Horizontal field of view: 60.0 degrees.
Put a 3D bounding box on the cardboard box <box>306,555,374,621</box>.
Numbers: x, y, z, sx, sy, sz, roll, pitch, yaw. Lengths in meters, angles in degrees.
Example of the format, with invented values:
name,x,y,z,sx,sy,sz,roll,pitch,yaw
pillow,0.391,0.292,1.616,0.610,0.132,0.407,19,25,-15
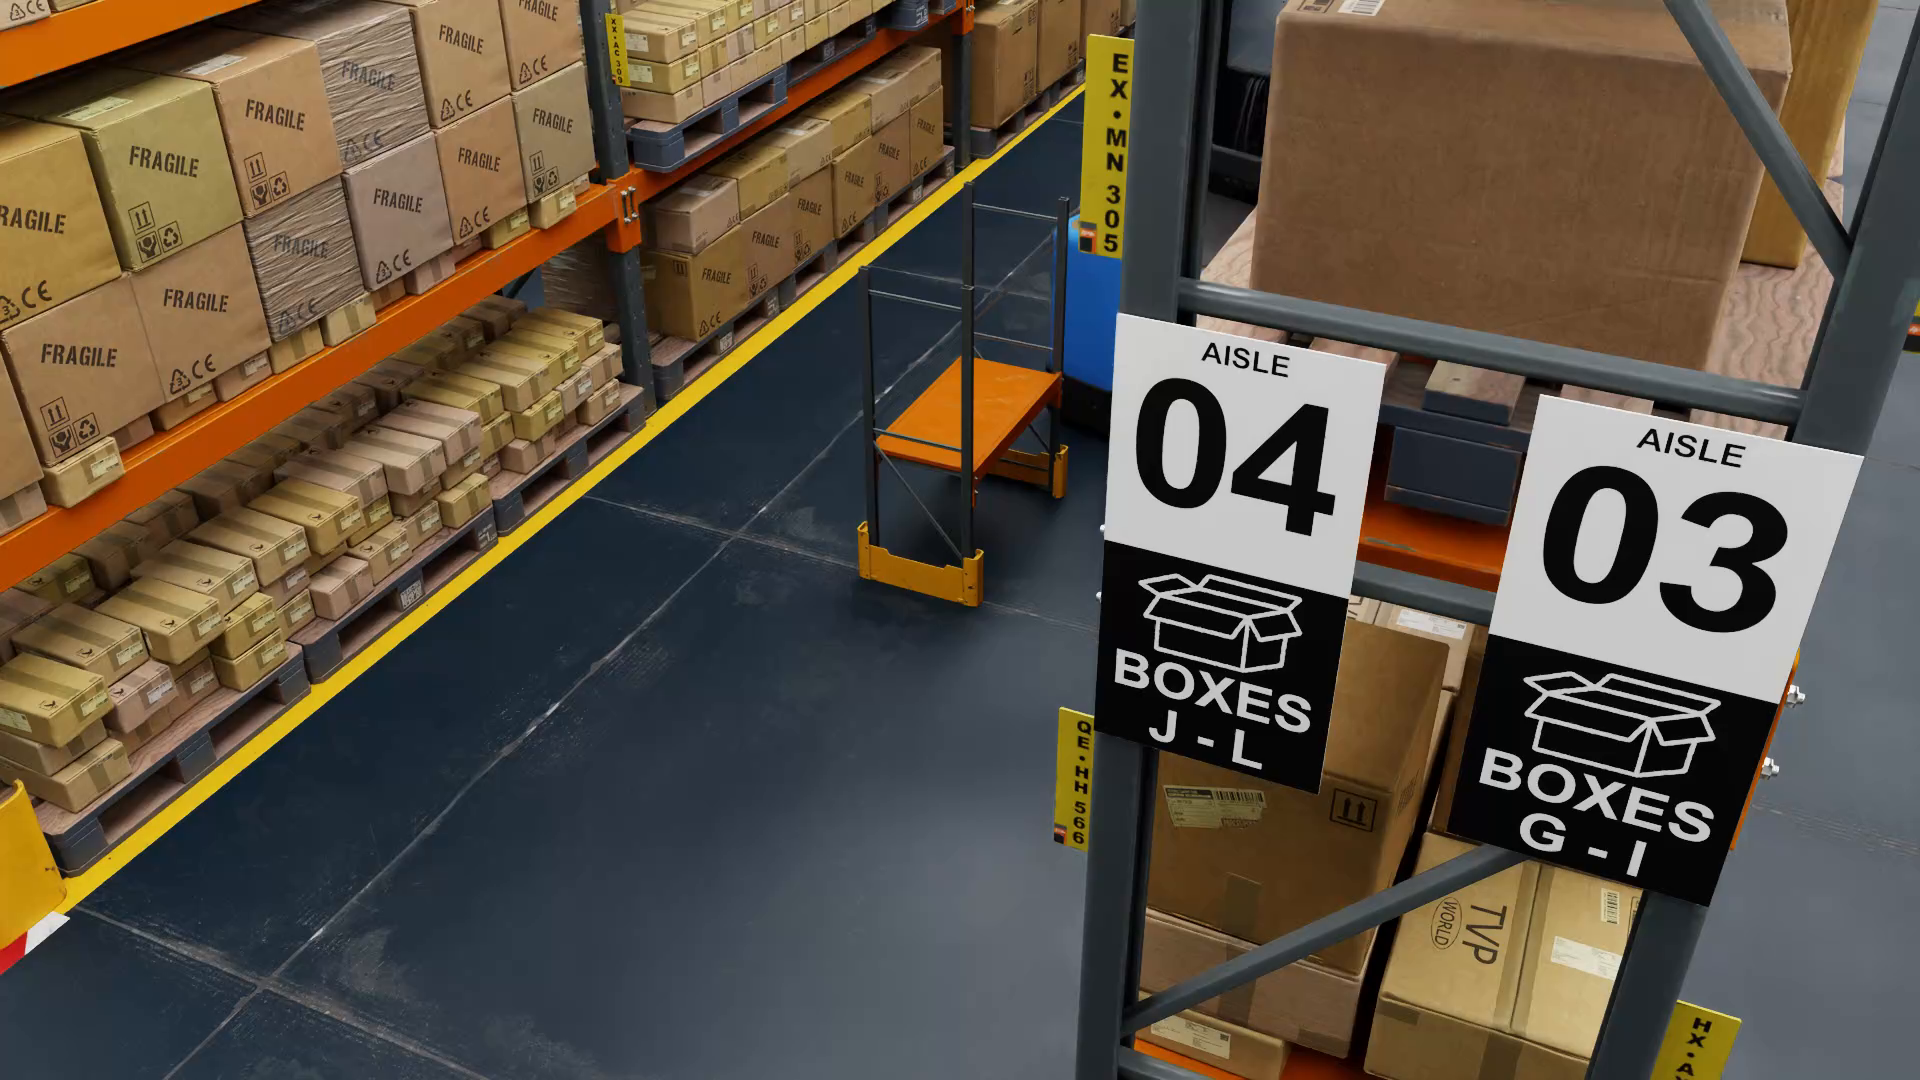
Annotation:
name,x,y,z,sx,sy,sz,roll,pitch,yaw
cardboard box,-2.699,0.174,6.966,0.380,0.149,0.250,12,35,18

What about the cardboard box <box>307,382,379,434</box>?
name,x,y,z,sx,sy,sz,roll,pitch,yaw
cardboard box,-2.909,-0.622,7.637,0.380,0.149,0.250,15,36,21

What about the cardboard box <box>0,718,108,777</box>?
name,x,y,z,sx,sy,sz,roll,pitch,yaw
cardboard box,-3.299,0.665,5.946,0.380,0.149,0.250,16,36,22

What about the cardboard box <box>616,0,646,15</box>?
name,x,y,z,sx,sy,sz,roll,pitch,yaw
cardboard box,-1.866,-2.844,8.655,0.380,0.149,0.250,13,35,19

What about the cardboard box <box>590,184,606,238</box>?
name,x,y,z,sx,sy,sz,roll,pitch,yaw
cardboard box,-1.996,-1.890,9.110,0.500,0.250,0.500,13,36,19

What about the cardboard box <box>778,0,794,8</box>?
name,x,y,z,sx,sy,sz,roll,pitch,yaw
cardboard box,-1.061,-2.946,8.811,0.380,0.149,0.250,14,36,20

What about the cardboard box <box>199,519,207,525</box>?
name,x,y,z,sx,sy,sz,roll,pitch,yaw
cardboard box,-3.245,-0.105,7.120,0.380,0.149,0.250,16,37,23

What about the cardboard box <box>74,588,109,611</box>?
name,x,y,z,sx,sy,sz,roll,pitch,yaw
cardboard box,-3.574,0.279,6.534,0.380,0.149,0.250,13,35,19

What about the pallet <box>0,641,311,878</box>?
name,x,y,z,sx,sy,sz,roll,pitch,yaw
pallet,-3.347,0.706,6.480,1.003,0.211,1.213,14,36,20

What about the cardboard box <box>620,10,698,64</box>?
name,x,y,z,sx,sy,sz,roll,pitch,yaw
cardboard box,-1.495,-2.427,8.020,0.380,0.149,0.250,16,37,23

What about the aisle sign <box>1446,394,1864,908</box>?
name,x,y,z,sx,sy,sz,roll,pitch,yaw
aisle sign,0.954,0.180,2.368,0.394,0.787,0.004,14,36,20

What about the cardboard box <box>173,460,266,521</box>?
name,x,y,z,sx,sy,sz,roll,pitch,yaw
cardboard box,-3.171,-0.216,7.019,0.380,0.149,0.250,13,35,19

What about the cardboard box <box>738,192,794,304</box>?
name,x,y,z,sx,sy,sz,roll,pitch,yaw
cardboard box,-1.308,-1.719,9.532,0.500,0.500,0.500,16,36,23

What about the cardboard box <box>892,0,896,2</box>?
name,x,y,z,sx,sy,sz,roll,pitch,yaw
cardboard box,-0.513,-3.354,9.976,0.380,0.149,0.250,14,36,20

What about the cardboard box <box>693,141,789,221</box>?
name,x,y,z,sx,sy,sz,roll,pitch,yaw
cardboard box,-1.308,-2.035,9.330,0.500,0.250,0.500,15,36,22

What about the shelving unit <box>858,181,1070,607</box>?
name,x,y,z,sx,sy,sz,roll,pitch,yaw
shelving unit,0.032,-0.665,7.397,0.587,1.500,1.083,14,36,20

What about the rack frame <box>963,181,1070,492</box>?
name,x,y,z,sx,sy,sz,roll,pitch,yaw
rack frame,0.248,-0.923,7.790,0.500,1.500,0.032,14,36,20

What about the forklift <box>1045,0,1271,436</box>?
name,x,y,z,sx,sy,sz,roll,pitch,yaw
forklift,1.797,-2.298,8.582,1.130,2.935,3.031,26,41,34

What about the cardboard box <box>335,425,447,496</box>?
name,x,y,z,sx,sy,sz,roll,pitch,yaw
cardboard box,-2.469,-0.346,7.217,0.380,0.149,0.250,13,35,19

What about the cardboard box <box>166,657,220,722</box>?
name,x,y,z,sx,sy,sz,roll,pitch,yaw
cardboard box,-3.108,0.529,6.424,0.380,0.149,0.250,15,36,21

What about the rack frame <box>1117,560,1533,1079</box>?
name,x,y,z,sx,sy,sz,roll,pitch,yaw
rack frame,0.708,1.162,3.242,0.949,2.616,0.053,14,36,20

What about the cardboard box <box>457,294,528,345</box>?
name,x,y,z,sx,sy,sz,roll,pitch,yaw
cardboard box,-2.410,-1.126,8.405,0.380,0.149,0.250,16,36,22

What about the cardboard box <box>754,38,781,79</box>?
name,x,y,z,sx,sy,sz,roll,pitch,yaw
cardboard box,-1.170,-2.567,8.775,0.380,0.149,0.250,15,36,21

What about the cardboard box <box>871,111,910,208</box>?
name,x,y,z,sx,sy,sz,roll,pitch,yaw
cardboard box,-0.663,-2.494,10.715,0.500,0.500,0.500,16,36,22

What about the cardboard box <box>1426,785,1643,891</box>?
name,x,y,z,sx,sy,sz,roll,pitch,yaw
cardboard box,1.369,0.664,3.868,0.500,0.250,0.500,14,36,20

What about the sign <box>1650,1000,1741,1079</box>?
name,x,y,z,sx,sy,sz,roll,pitch,yaw
sign,1.213,0.898,2.783,0.100,0.325,0.005,14,36,20

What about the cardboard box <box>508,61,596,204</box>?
name,x,y,z,sx,sy,sz,roll,pitch,yaw
cardboard box,-2.023,-1.878,7.516,0.500,0.500,0.500,14,36,21

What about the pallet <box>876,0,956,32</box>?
name,x,y,z,sx,sy,sz,roll,pitch,yaw
pallet,-0.606,-3.550,10.603,1.213,0.211,1.003,14,36,20

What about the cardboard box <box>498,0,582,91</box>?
name,x,y,z,sx,sy,sz,roll,pitch,yaw
cardboard box,-2.029,-2.306,7.256,0.500,0.500,0.500,13,35,19

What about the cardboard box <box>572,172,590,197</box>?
name,x,y,z,sx,sy,sz,roll,pitch,yaw
cardboard box,-1.985,-1.716,7.861,0.380,0.149,0.250,14,36,20

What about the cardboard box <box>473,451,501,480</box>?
name,x,y,z,sx,sy,sz,roll,pitch,yaw
cardboard box,-2.390,-0.367,7.792,0.380,0.149,0.250,13,36,19

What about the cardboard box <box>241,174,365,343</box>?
name,x,y,z,sx,sy,sz,roll,pitch,yaw
cardboard box,-2.688,-1.120,6.361,0.500,0.500,0.500,13,36,19

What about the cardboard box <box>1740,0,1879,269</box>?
name,x,y,z,sx,sy,sz,roll,pitch,yaw
cardboard box,1.225,-0.875,3.047,0.700,0.500,0.500,13,35,19

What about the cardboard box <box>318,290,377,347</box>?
name,x,y,z,sx,sy,sz,roll,pitch,yaw
cardboard box,-2.573,-0.921,6.649,0.380,0.149,0.250,15,36,21

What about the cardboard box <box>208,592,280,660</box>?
name,x,y,z,sx,sy,sz,roll,pitch,yaw
cardboard box,-2.905,0.296,6.508,0.380,0.149,0.250,15,36,22

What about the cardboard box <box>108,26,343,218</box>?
name,x,y,z,sx,sy,sz,roll,pitch,yaw
cardboard box,-2.669,-1.534,6.079,0.500,0.500,0.500,13,35,19

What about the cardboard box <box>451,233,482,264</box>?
name,x,y,z,sx,sy,sz,roll,pitch,yaw
cardboard box,-2.330,-1.331,7.274,0.380,0.149,0.250,13,35,19

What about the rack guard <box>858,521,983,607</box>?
name,x,y,z,sx,sy,sz,roll,pitch,yaw
rack guard,-0.176,0.106,7.361,0.587,0.250,0.087,14,36,20

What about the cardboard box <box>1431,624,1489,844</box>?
name,x,y,z,sx,sy,sz,roll,pitch,yaw
cardboard box,1.367,0.362,3.645,0.500,0.500,0.500,13,36,19

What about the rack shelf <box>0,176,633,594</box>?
name,x,y,z,sx,sy,sz,roll,pitch,yaw
rack shelf,-2.914,-0.721,6.769,1.077,0.370,4.000,14,36,20

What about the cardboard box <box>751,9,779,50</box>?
name,x,y,z,sx,sy,sz,roll,pitch,yaw
cardboard box,-1.173,-2.691,8.693,0.380,0.149,0.250,13,35,18

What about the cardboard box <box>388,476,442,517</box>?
name,x,y,z,sx,sy,sz,roll,pitch,yaw
cardboard box,-2.532,-0.258,7.353,0.380,0.149,0.250,12,35,18

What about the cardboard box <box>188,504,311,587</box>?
name,x,y,z,sx,sy,sz,roll,pitch,yaw
cardboard box,-2.842,0.020,6.658,0.380,0.149,0.250,16,36,22

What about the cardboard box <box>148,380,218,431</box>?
name,x,y,z,sx,sy,sz,roll,pitch,yaw
cardboard box,-2.968,-0.554,6.089,0.380,0.149,0.250,14,36,20

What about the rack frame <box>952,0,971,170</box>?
name,x,y,z,sx,sy,sz,roll,pitch,yaw
rack frame,-0.404,-4.010,11.129,1.000,3.000,0.127,14,36,20

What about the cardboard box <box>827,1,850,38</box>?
name,x,y,z,sx,sy,sz,roll,pitch,yaw
cardboard box,-0.845,-2.955,9.367,0.380,0.149,0.250,13,35,18

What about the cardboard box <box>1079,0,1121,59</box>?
name,x,y,z,sx,sy,sz,roll,pitch,yaw
cardboard box,0.684,-4.427,13.435,1.050,0.750,0.750,14,36,20

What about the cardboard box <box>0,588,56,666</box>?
name,x,y,z,sx,sy,sz,roll,pitch,yaw
cardboard box,-3.603,0.309,6.218,0.380,0.149,0.250,15,36,21

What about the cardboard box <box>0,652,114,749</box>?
name,x,y,z,sx,sy,sz,roll,pitch,yaw
cardboard box,-3.223,0.560,5.836,0.380,0.149,0.250,13,35,18

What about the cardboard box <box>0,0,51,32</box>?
name,x,y,z,sx,sy,sz,roll,pitch,yaw
cardboard box,-3.107,-1.643,4.922,0.500,0.250,0.500,15,36,22

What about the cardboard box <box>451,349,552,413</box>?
name,x,y,z,sx,sy,sz,roll,pitch,yaw
cardboard box,-2.159,-0.751,7.834,0.380,0.149,0.250,14,36,20
